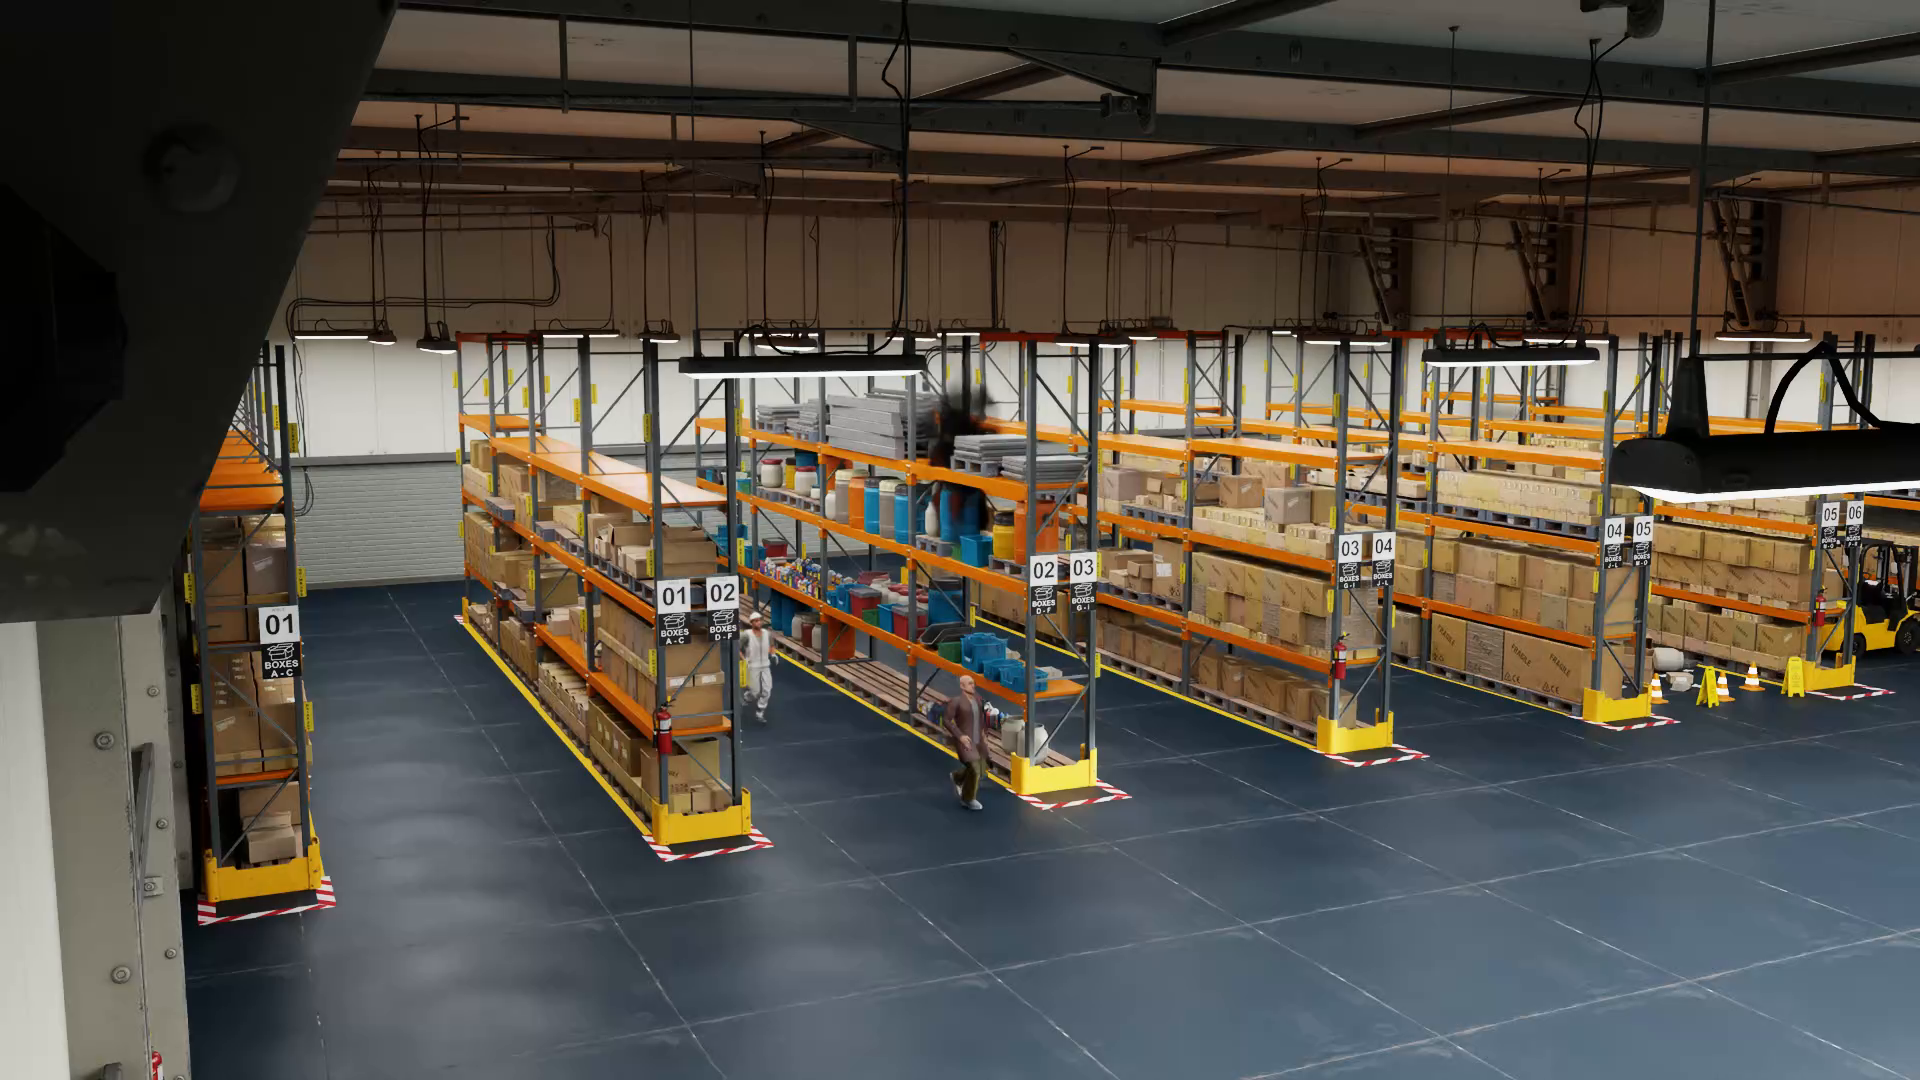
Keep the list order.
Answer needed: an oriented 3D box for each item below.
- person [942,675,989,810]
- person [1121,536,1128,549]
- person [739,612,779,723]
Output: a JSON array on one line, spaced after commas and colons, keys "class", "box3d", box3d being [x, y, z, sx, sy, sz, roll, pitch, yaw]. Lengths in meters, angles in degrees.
[{"class": "person", "box3d": [0.063, 2.590, 21.486, 0.627, 1.735, 0.712, 7, 10, 42]}, {"class": "person", "box3d": [4.199, -0.161, 42.132, 0.538, 1.669, 0.792, 5, 9, 31]}, {"class": "person", "box3d": [-3.157, 1.979, 25.940, 0.657, 1.735, 0.618, -5, 9, -32]}]
